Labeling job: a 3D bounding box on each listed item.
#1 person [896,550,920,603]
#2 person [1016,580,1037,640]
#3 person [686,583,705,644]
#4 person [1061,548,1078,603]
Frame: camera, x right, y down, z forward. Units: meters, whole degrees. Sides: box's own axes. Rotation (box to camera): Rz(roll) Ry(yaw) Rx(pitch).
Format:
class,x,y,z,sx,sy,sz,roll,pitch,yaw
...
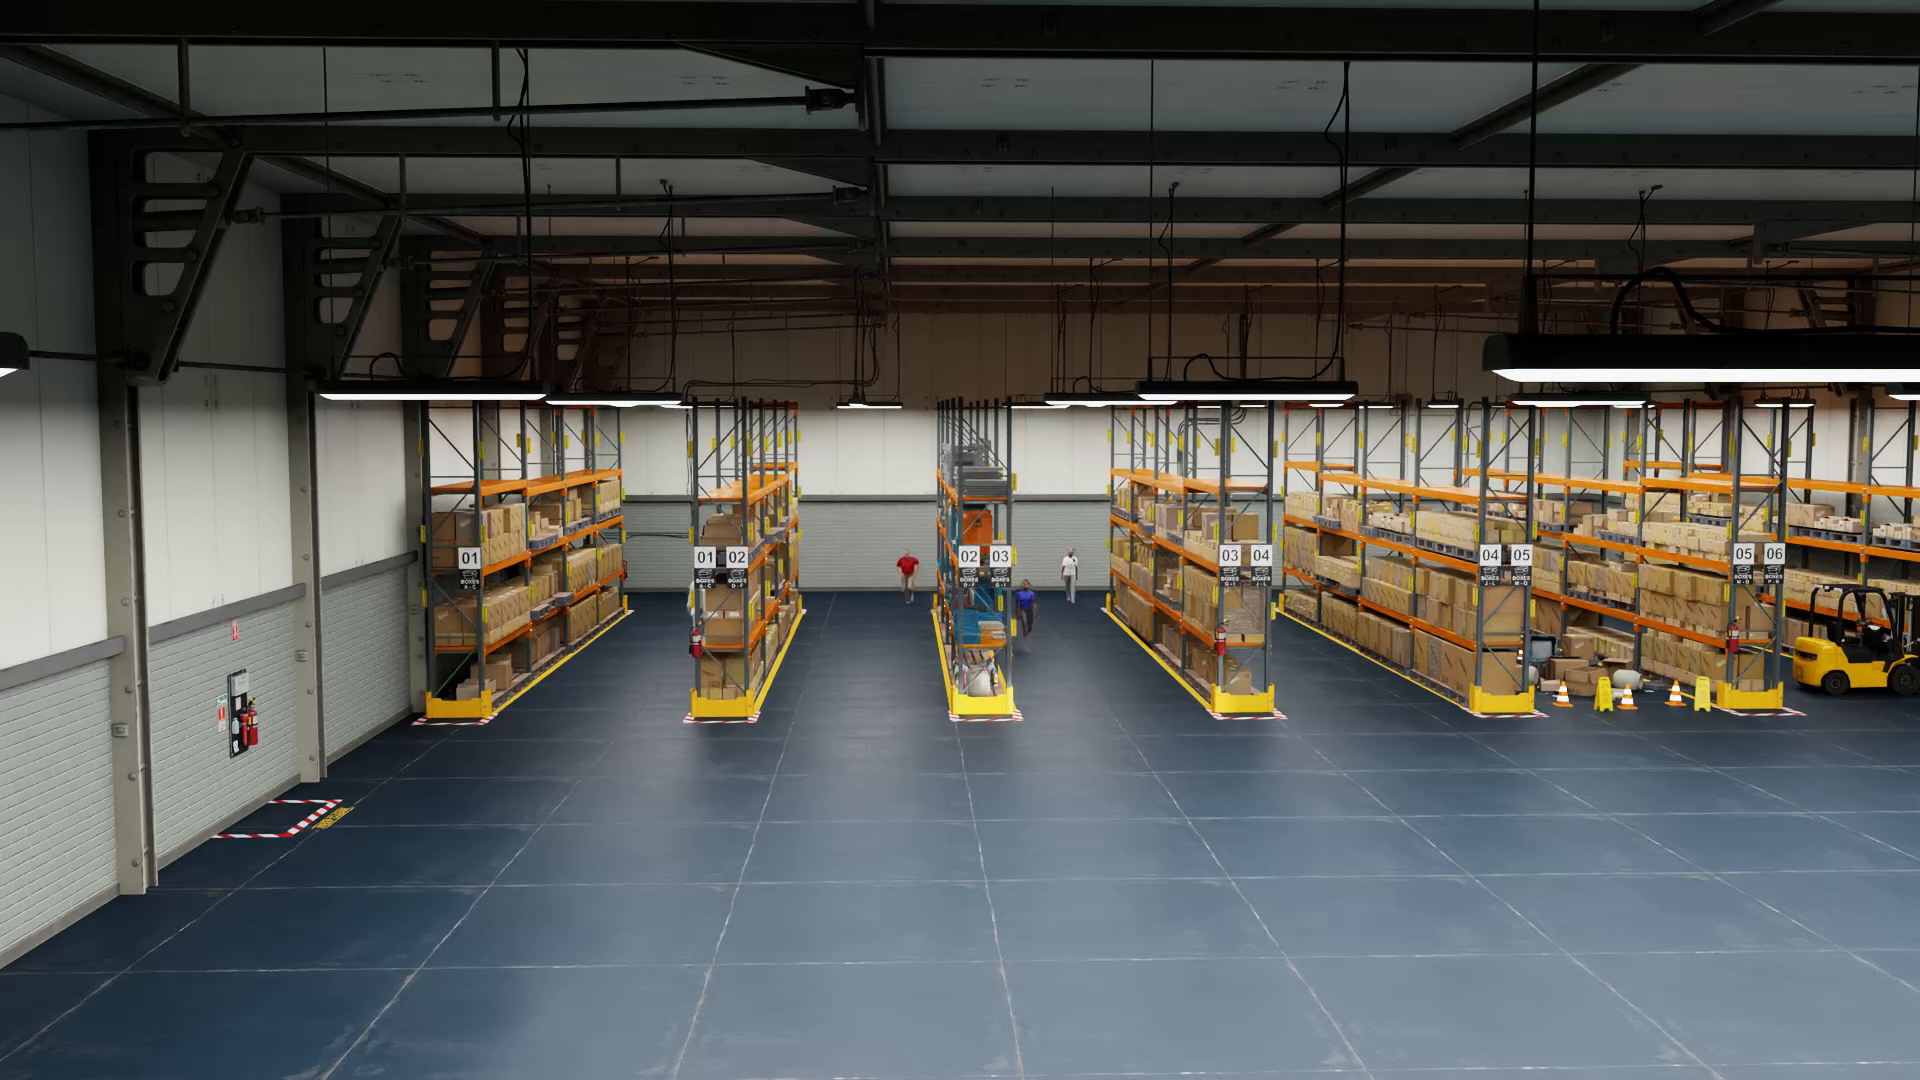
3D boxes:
class,x,y,z,sx,sy,sz,roll,pitch,yaw
person,-1.539,1.090,49.492,0.677,1.635,0.731,1,4,9
person,1.589,1.668,39.896,0.461,1.425,1.036,-1,4,-10
person,-6.434,1.658,41.123,0.700,1.718,1.102,0,4,-1
person,3.275,1.051,49.704,0.498,1.620,0.998,0,4,3
